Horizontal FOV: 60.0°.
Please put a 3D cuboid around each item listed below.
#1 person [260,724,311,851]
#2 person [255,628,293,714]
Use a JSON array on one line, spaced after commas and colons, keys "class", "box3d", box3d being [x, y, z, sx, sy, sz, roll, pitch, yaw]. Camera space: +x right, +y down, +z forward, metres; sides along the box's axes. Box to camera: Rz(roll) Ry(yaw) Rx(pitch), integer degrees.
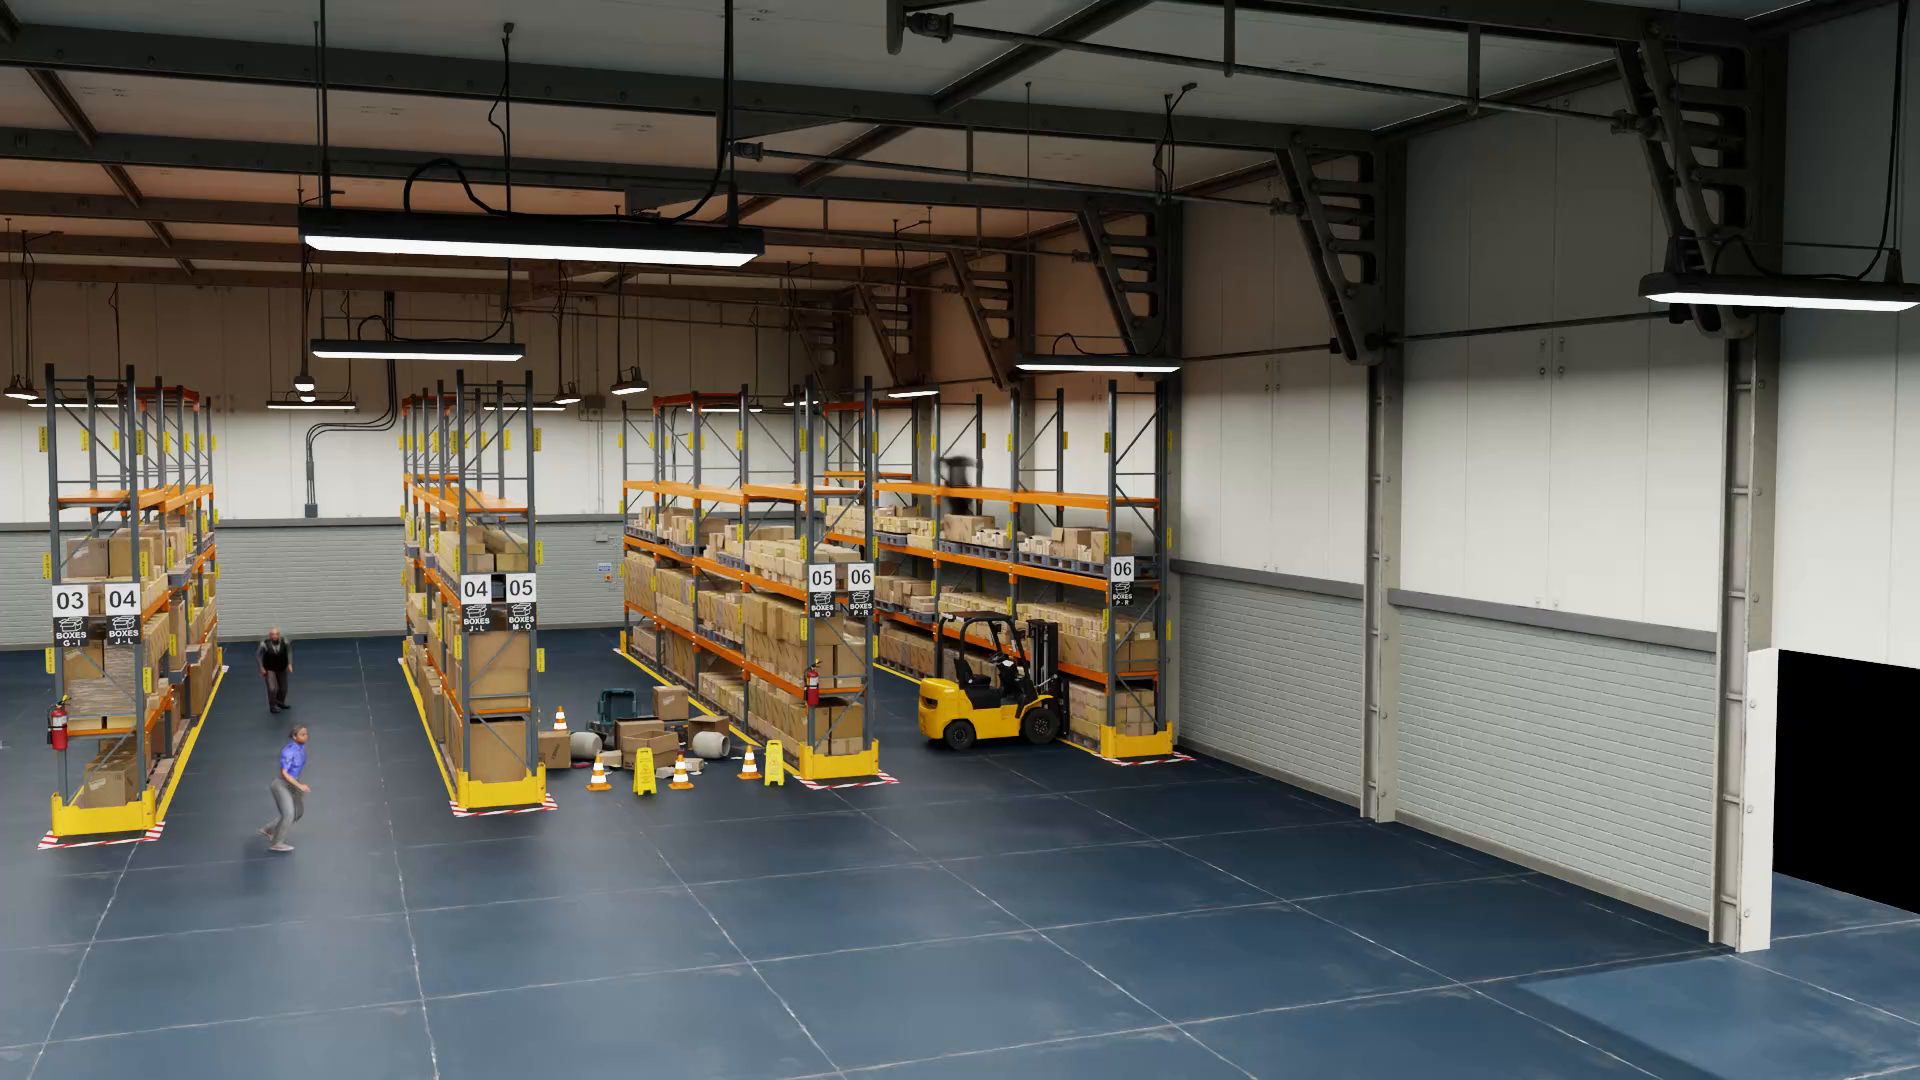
[{"class": "person", "box3d": [-8.259, 3.032, 20.358, 0.728, 1.559, 0.555, 0, 3, 3]}, {"class": "person", "box3d": [-12.711, 2.397, 30.798, 0.697, 1.613, 0.792, -3, 4, -41]}]
